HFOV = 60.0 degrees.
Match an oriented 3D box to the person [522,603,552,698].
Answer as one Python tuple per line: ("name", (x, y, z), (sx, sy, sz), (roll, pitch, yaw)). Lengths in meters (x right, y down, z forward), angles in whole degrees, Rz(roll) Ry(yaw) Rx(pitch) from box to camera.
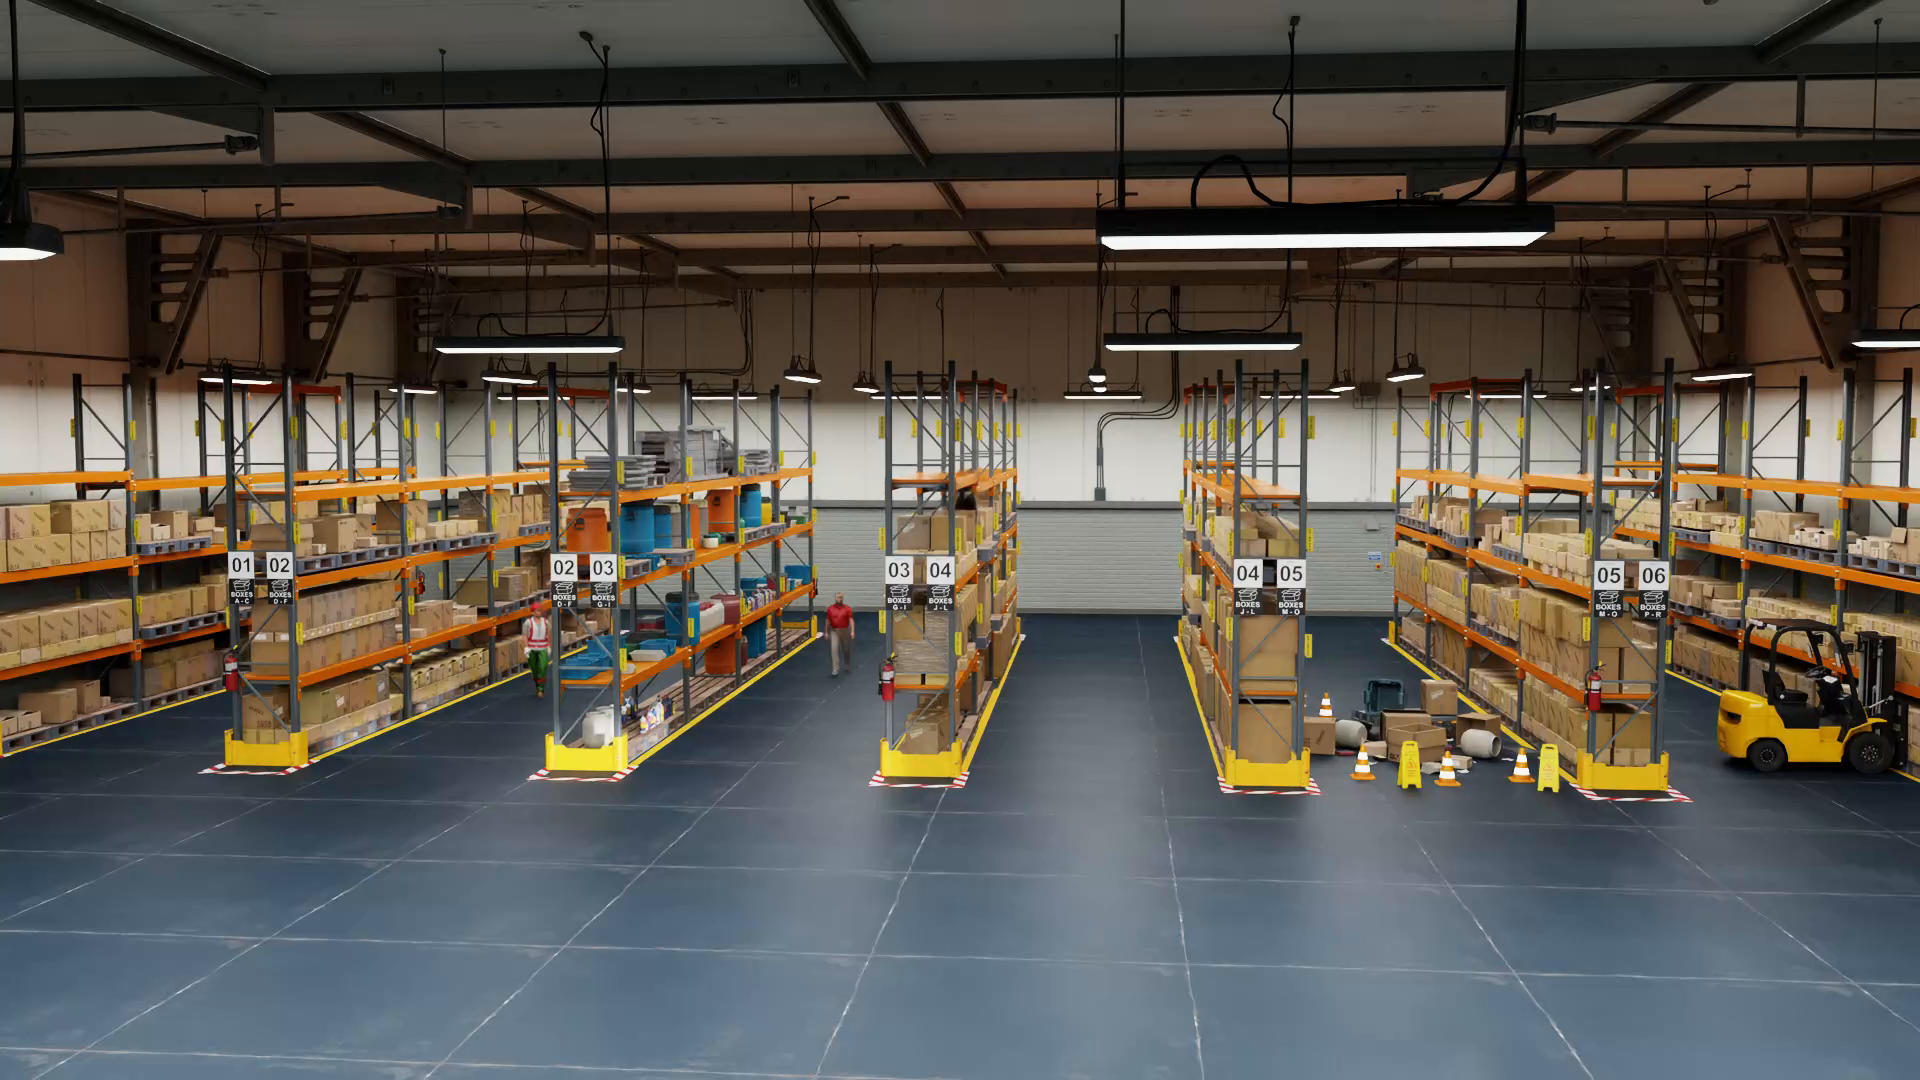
("person", (-7.957, 2.053, 31.141), (0.482, 1.729, 1.007), (0, 4, -2))

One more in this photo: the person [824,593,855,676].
("person", (-2.476, 1.921, 34.154), (0.657, 1.675, 1.086), (0, 4, 1))

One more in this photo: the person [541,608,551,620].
("person", (-10.350, 1.444, 41.557), (0.350, 1.687, 0.496), (1, 4, 12))
